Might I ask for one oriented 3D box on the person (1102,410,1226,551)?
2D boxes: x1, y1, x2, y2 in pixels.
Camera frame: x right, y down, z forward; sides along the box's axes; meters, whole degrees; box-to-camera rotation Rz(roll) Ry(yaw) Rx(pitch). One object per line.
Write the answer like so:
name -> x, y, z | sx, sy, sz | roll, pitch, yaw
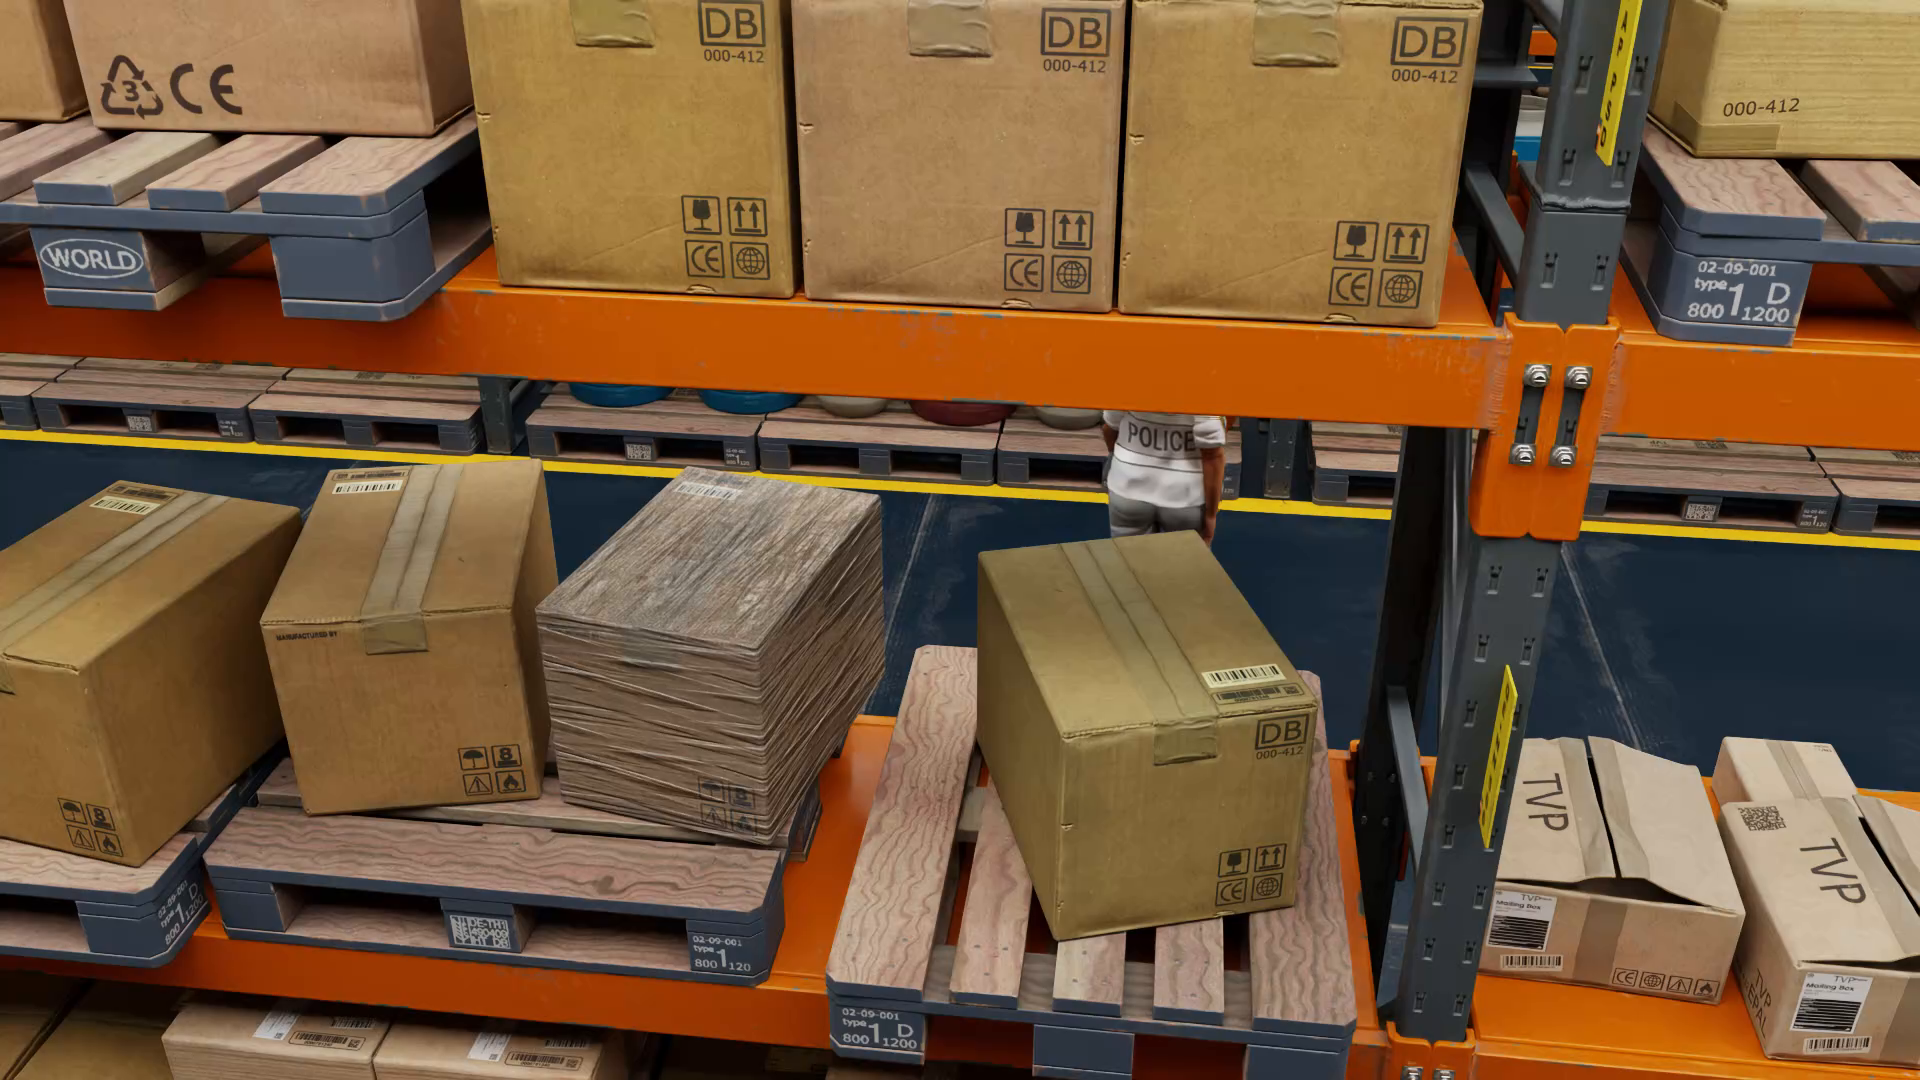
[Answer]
person -> 0.801, -0.239, 6.541 | 0.484, 1.625, 0.922 | 6, 29, 11
